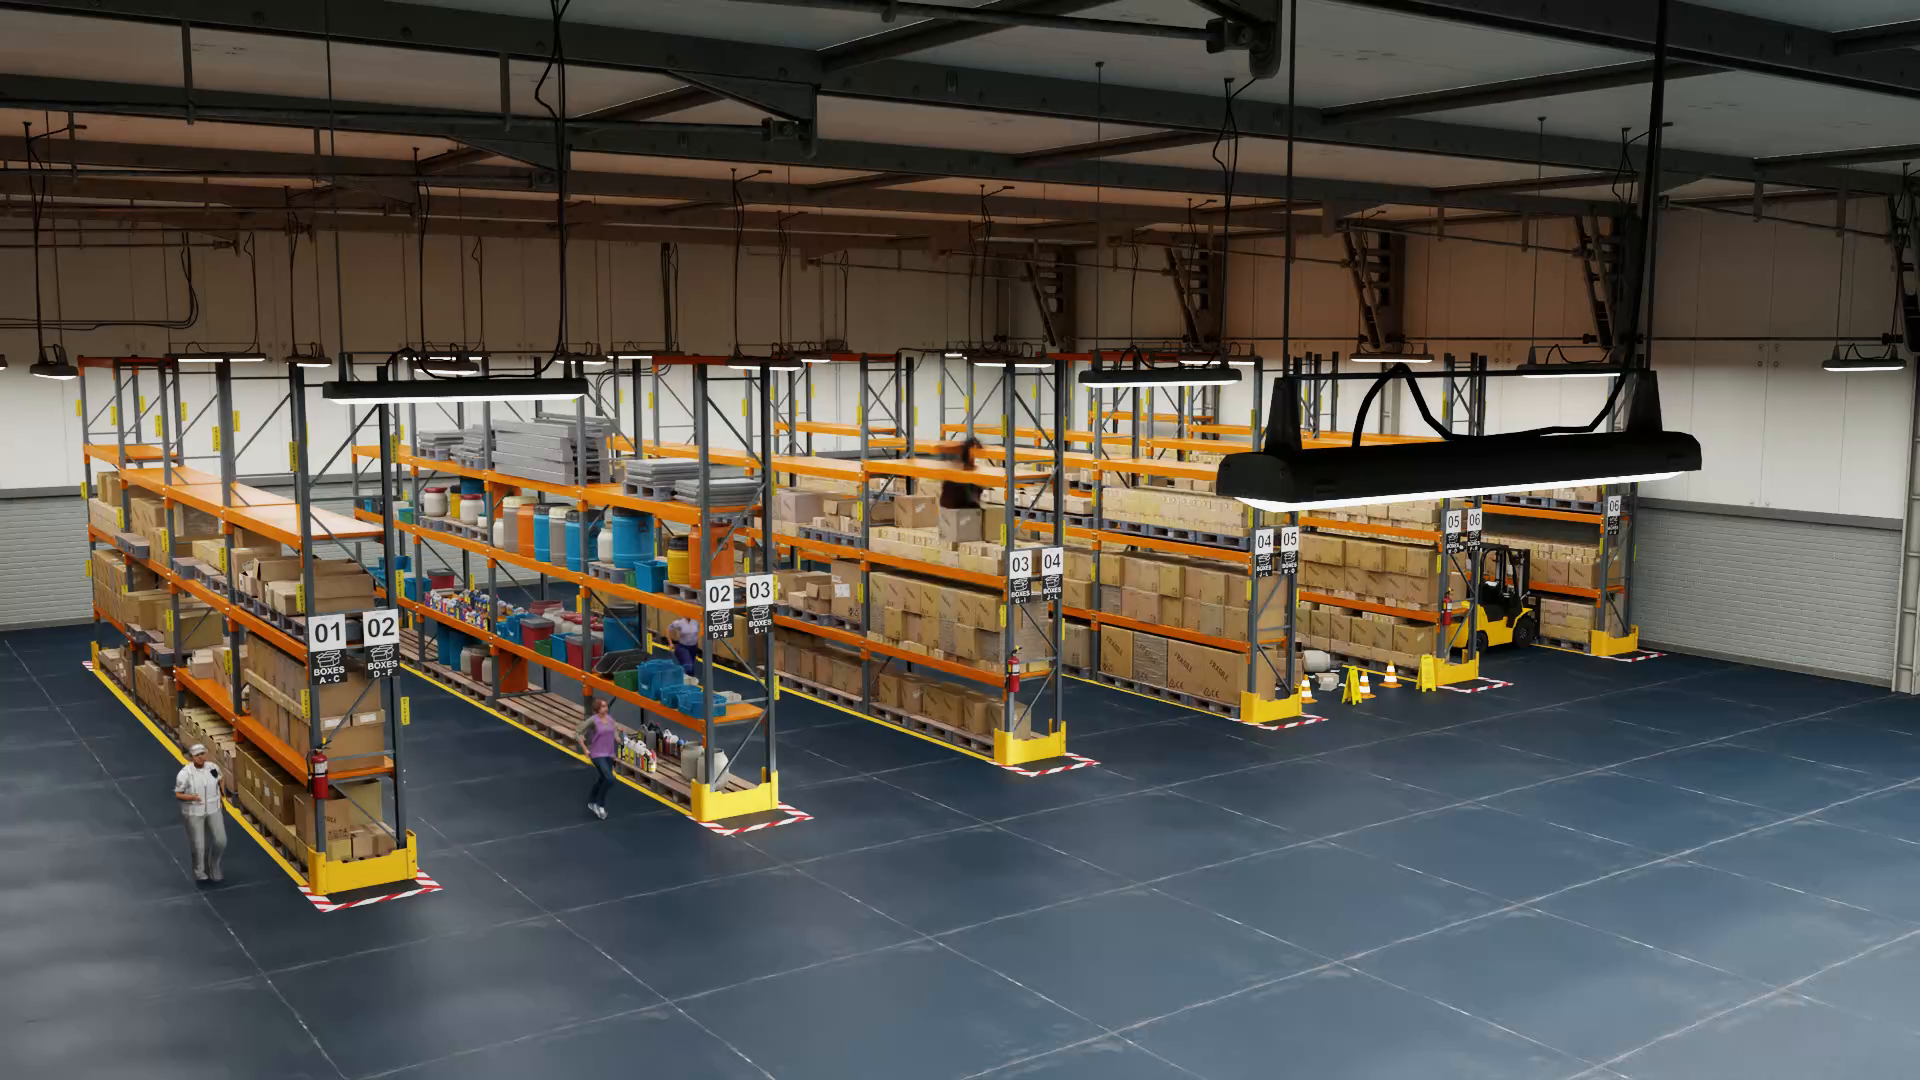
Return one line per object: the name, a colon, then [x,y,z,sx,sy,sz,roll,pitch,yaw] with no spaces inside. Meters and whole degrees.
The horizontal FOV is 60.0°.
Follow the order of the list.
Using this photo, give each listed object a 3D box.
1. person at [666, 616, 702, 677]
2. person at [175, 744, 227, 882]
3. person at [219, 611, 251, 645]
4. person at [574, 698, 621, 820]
person: [-4.791,1.997,29.185,0.821,1.694,0.570,6,9,40]
person: [-8.765,3.186,19.299,0.587,1.660,0.610,-5,9,-38]
person: [-14.209,1.613,32.618,0.601,1.554,0.623,-7,10,-43]
person: [-4.728,2.880,21.973,0.676,1.607,0.510,4,8,32]
